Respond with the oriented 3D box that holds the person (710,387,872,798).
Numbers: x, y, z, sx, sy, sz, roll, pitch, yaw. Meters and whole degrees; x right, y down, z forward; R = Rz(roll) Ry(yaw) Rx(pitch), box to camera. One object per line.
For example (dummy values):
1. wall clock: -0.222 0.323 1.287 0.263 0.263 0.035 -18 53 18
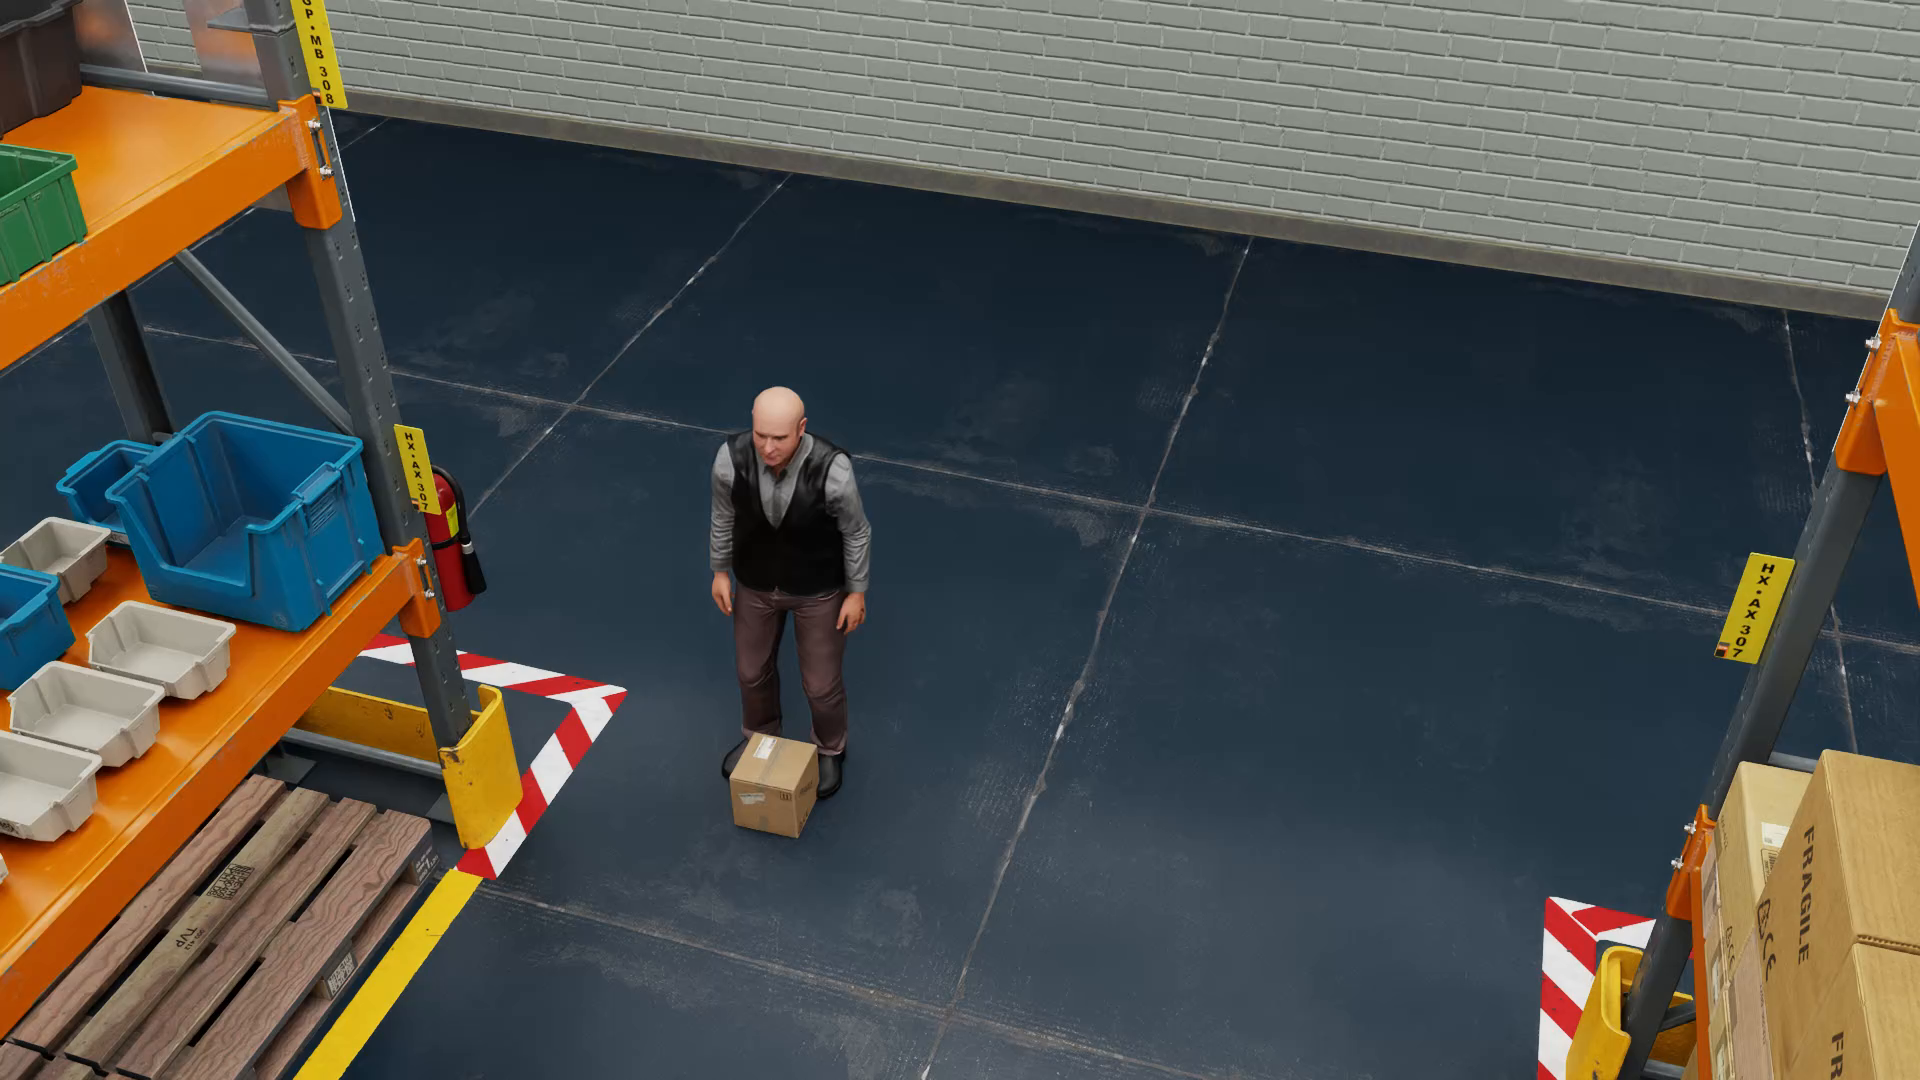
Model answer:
1. person: -0.602 0.160 5.957 0.589 1.720 0.421 8 38 11
